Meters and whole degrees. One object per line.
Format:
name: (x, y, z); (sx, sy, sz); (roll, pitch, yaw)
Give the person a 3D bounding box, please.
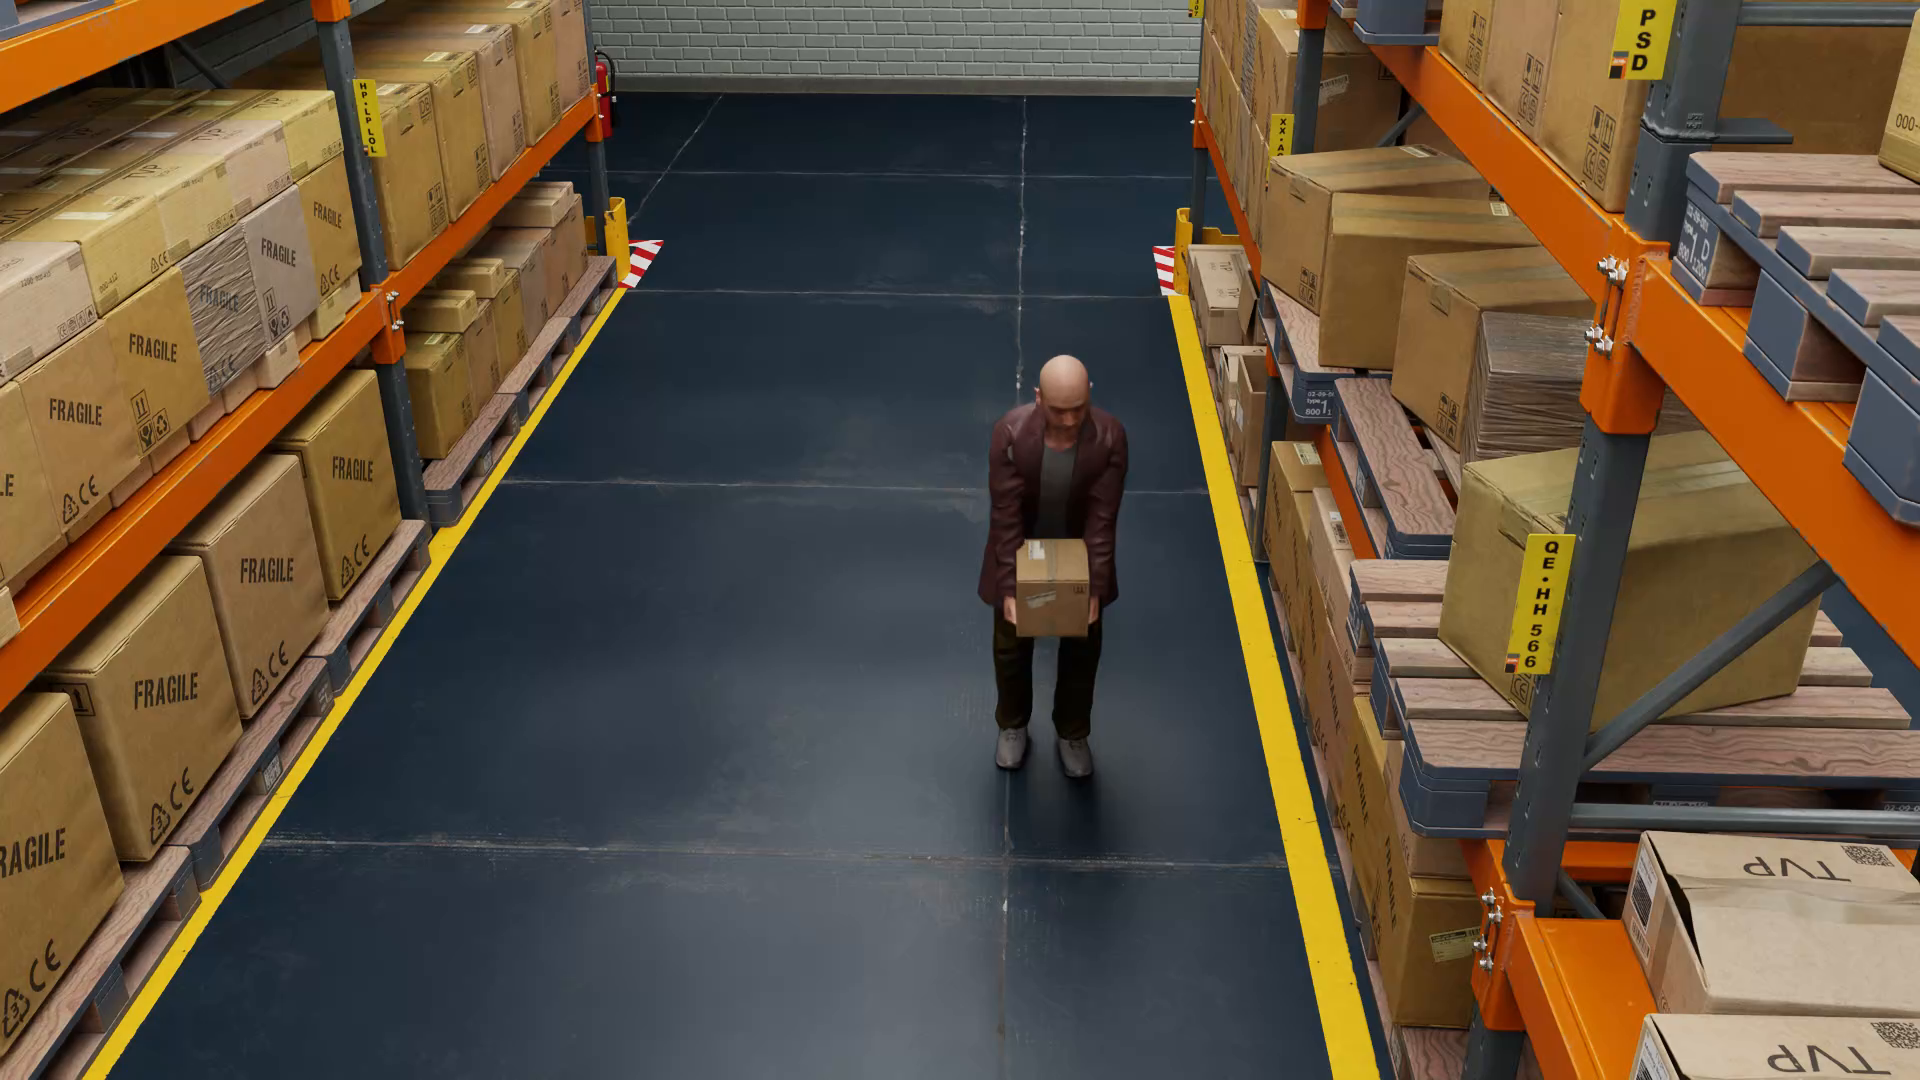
person: (0.326, 0.091, 6.036); (0.530, 1.717, 0.613); (0, 28, 1)
